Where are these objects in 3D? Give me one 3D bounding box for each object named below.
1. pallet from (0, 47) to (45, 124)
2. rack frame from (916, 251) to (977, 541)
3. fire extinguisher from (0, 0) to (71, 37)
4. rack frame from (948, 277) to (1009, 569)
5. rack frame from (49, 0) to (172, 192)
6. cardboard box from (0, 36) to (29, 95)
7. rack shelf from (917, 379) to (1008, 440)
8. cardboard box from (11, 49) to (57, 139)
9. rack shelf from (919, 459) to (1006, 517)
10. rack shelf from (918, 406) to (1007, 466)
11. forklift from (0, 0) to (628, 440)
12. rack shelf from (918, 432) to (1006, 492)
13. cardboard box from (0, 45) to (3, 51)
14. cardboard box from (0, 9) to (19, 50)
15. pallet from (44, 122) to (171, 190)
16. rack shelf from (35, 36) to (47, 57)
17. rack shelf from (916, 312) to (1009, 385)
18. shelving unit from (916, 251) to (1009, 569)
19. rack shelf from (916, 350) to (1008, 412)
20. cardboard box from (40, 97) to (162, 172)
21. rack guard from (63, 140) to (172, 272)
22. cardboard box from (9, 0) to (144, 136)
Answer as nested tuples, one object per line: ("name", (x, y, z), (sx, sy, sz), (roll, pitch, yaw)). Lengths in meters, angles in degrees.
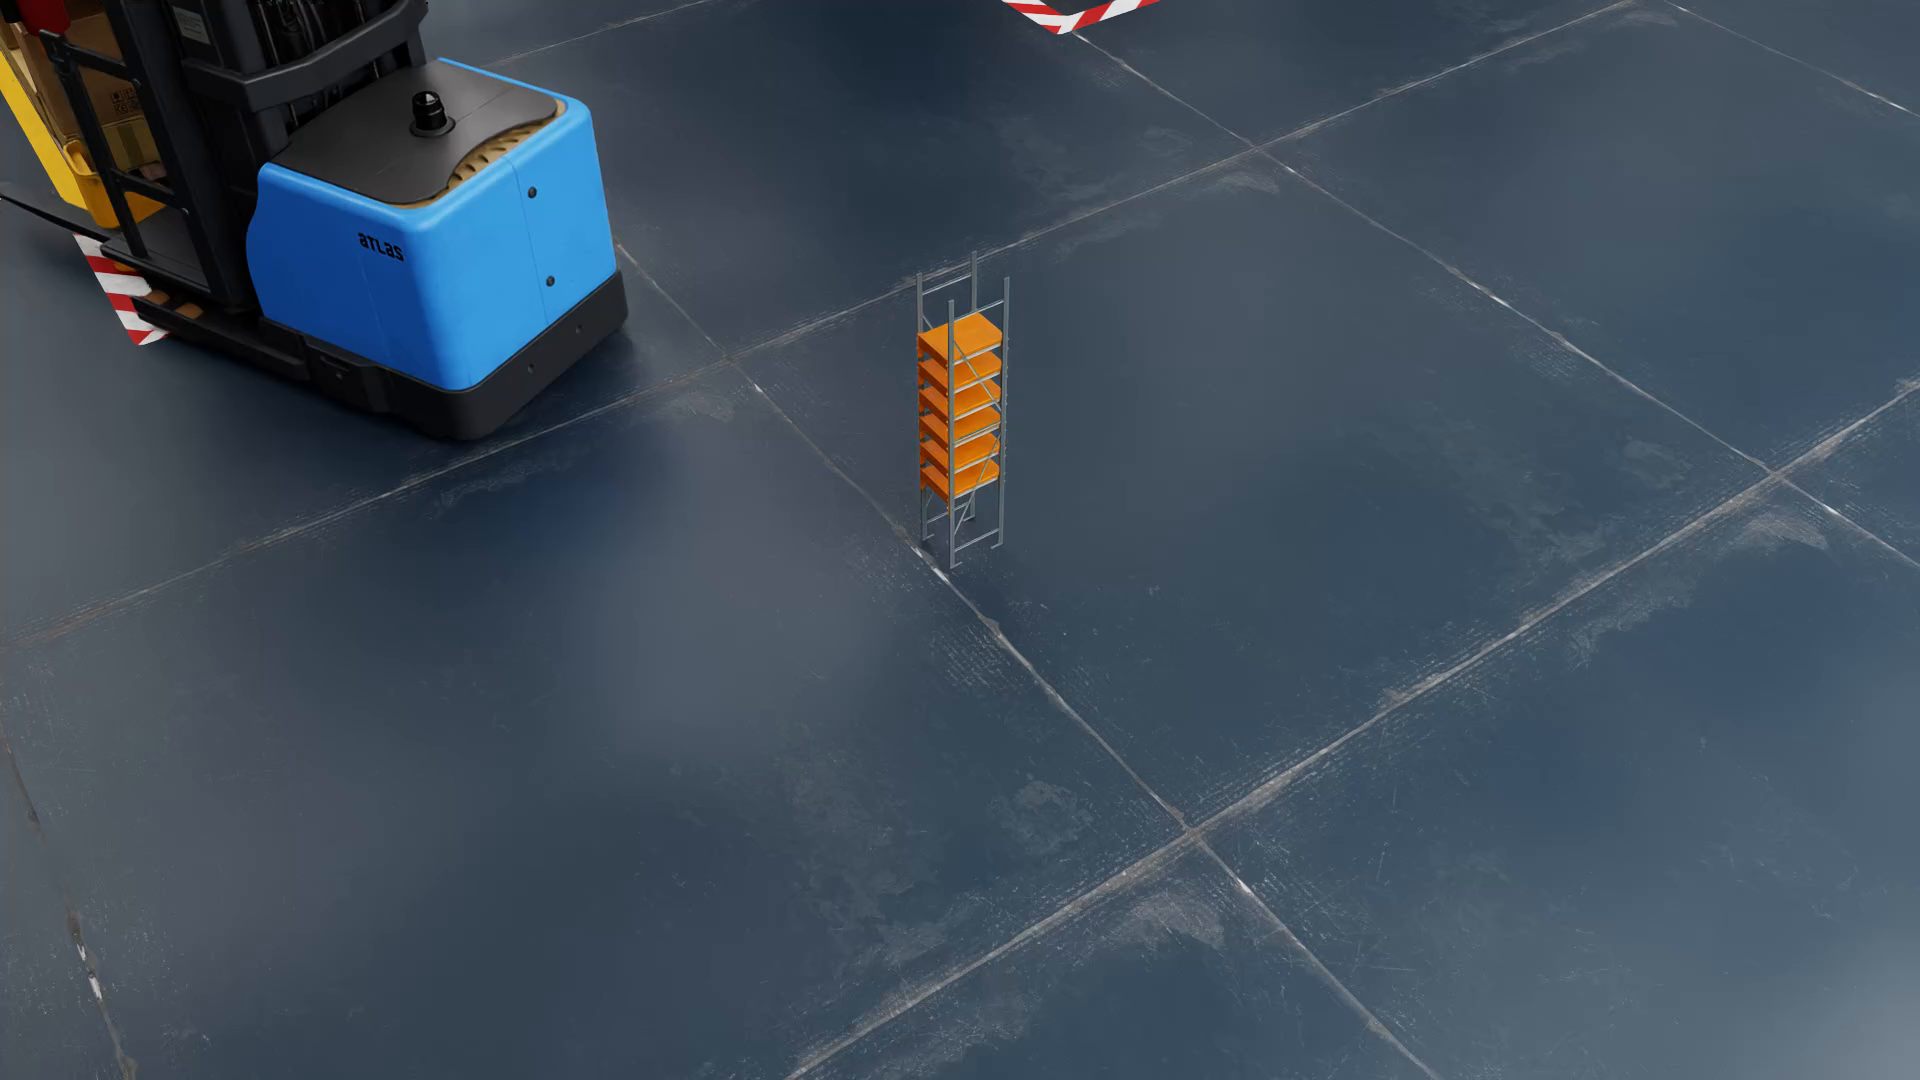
("pallet", (-4.587, -2.720, 8.946), (1.003, 0.211, 1.213), (-26, 49, -24))
("rack frame", (-0.044, -0.478, 5.881), (0.240, 1.200, 0.006), (-26, 49, -24))
("fire extinguisher", (-3.735, -2.343, 6.588), (0.296, 0.674, 0.183), (-26, 49, -24))
("rack frame", (0.061, -0.374, 5.773), (0.240, 1.200, 0.006), (-26, 49, -24))
("rack frame", (-3.421, -2.622, 6.824), (1.000, 3.000, 0.127), (-26, 49, -24))
("cardboard box", (-4.554, -2.527, 8.412), (0.500, 0.250, 0.500), (-26, 49, -24))
("rack shelf", (0.008, -0.480, 5.775), (0.258, 0.103, 0.180), (-26, 49, -24))
("cardboard box", (-4.266, -2.244, 8.116), (0.500, 0.250, 0.500), (-26, 49, -24))
("rack shelf", (0.008, -0.220, 6.024), (0.258, 0.103, 0.180), (-26, 49, -24))
("rack shelf", (0.008, -0.394, 5.858), (0.258, 0.103, 0.180), (-26, 49, -24))
("forklift", (-2.967, -2.203, 6.435), (3.031, 2.935, 1.130), (21, 48, 21))
("rack shelf", (0.008, -0.307, 5.941), (0.258, 0.103, 0.180), (-26, 49, -24))
("cardboard box", (-4.838, -2.811, 8.709), (0.500, 0.250, 0.500), (-26, 49, -24))
("cardboard box", (-4.556, -2.797, 8.151), (0.500, 0.500, 0.500), (-26, 49, -24))
("pallet", (-3.893, -2.030, 8.223), (1.003, 0.211, 1.213), (-26, 49, -24))
("rack shelf", (-4.565, -3.494, 8.259), (1.077, 0.370, 4.000), (-26, 49, -24))
("rack shelf", (0.008, -0.654, 5.609), (0.258, 0.103, 0.180), (-26, 49, -24))
("shelving unit", (0.008, -0.426, 5.827), (0.258, 1.200, 0.189), (-26, 49, -24))
("rack shelf", (0.008, -0.567, 5.692), (0.258, 0.103, 0.180), (-26, 49, -24))
("cardboard box", (-3.970, -1.966, 7.824), (0.500, 0.250, 0.500), (-26, 49, -24))
("rack guard", (-3.407, -1.704, 7.673), (1.175, 0.500, 0.348), (-26, 49, -24))
("cardboard box", (-3.972, -2.236, 7.564), (0.500, 0.500, 0.500), (-26, 49, -24))
